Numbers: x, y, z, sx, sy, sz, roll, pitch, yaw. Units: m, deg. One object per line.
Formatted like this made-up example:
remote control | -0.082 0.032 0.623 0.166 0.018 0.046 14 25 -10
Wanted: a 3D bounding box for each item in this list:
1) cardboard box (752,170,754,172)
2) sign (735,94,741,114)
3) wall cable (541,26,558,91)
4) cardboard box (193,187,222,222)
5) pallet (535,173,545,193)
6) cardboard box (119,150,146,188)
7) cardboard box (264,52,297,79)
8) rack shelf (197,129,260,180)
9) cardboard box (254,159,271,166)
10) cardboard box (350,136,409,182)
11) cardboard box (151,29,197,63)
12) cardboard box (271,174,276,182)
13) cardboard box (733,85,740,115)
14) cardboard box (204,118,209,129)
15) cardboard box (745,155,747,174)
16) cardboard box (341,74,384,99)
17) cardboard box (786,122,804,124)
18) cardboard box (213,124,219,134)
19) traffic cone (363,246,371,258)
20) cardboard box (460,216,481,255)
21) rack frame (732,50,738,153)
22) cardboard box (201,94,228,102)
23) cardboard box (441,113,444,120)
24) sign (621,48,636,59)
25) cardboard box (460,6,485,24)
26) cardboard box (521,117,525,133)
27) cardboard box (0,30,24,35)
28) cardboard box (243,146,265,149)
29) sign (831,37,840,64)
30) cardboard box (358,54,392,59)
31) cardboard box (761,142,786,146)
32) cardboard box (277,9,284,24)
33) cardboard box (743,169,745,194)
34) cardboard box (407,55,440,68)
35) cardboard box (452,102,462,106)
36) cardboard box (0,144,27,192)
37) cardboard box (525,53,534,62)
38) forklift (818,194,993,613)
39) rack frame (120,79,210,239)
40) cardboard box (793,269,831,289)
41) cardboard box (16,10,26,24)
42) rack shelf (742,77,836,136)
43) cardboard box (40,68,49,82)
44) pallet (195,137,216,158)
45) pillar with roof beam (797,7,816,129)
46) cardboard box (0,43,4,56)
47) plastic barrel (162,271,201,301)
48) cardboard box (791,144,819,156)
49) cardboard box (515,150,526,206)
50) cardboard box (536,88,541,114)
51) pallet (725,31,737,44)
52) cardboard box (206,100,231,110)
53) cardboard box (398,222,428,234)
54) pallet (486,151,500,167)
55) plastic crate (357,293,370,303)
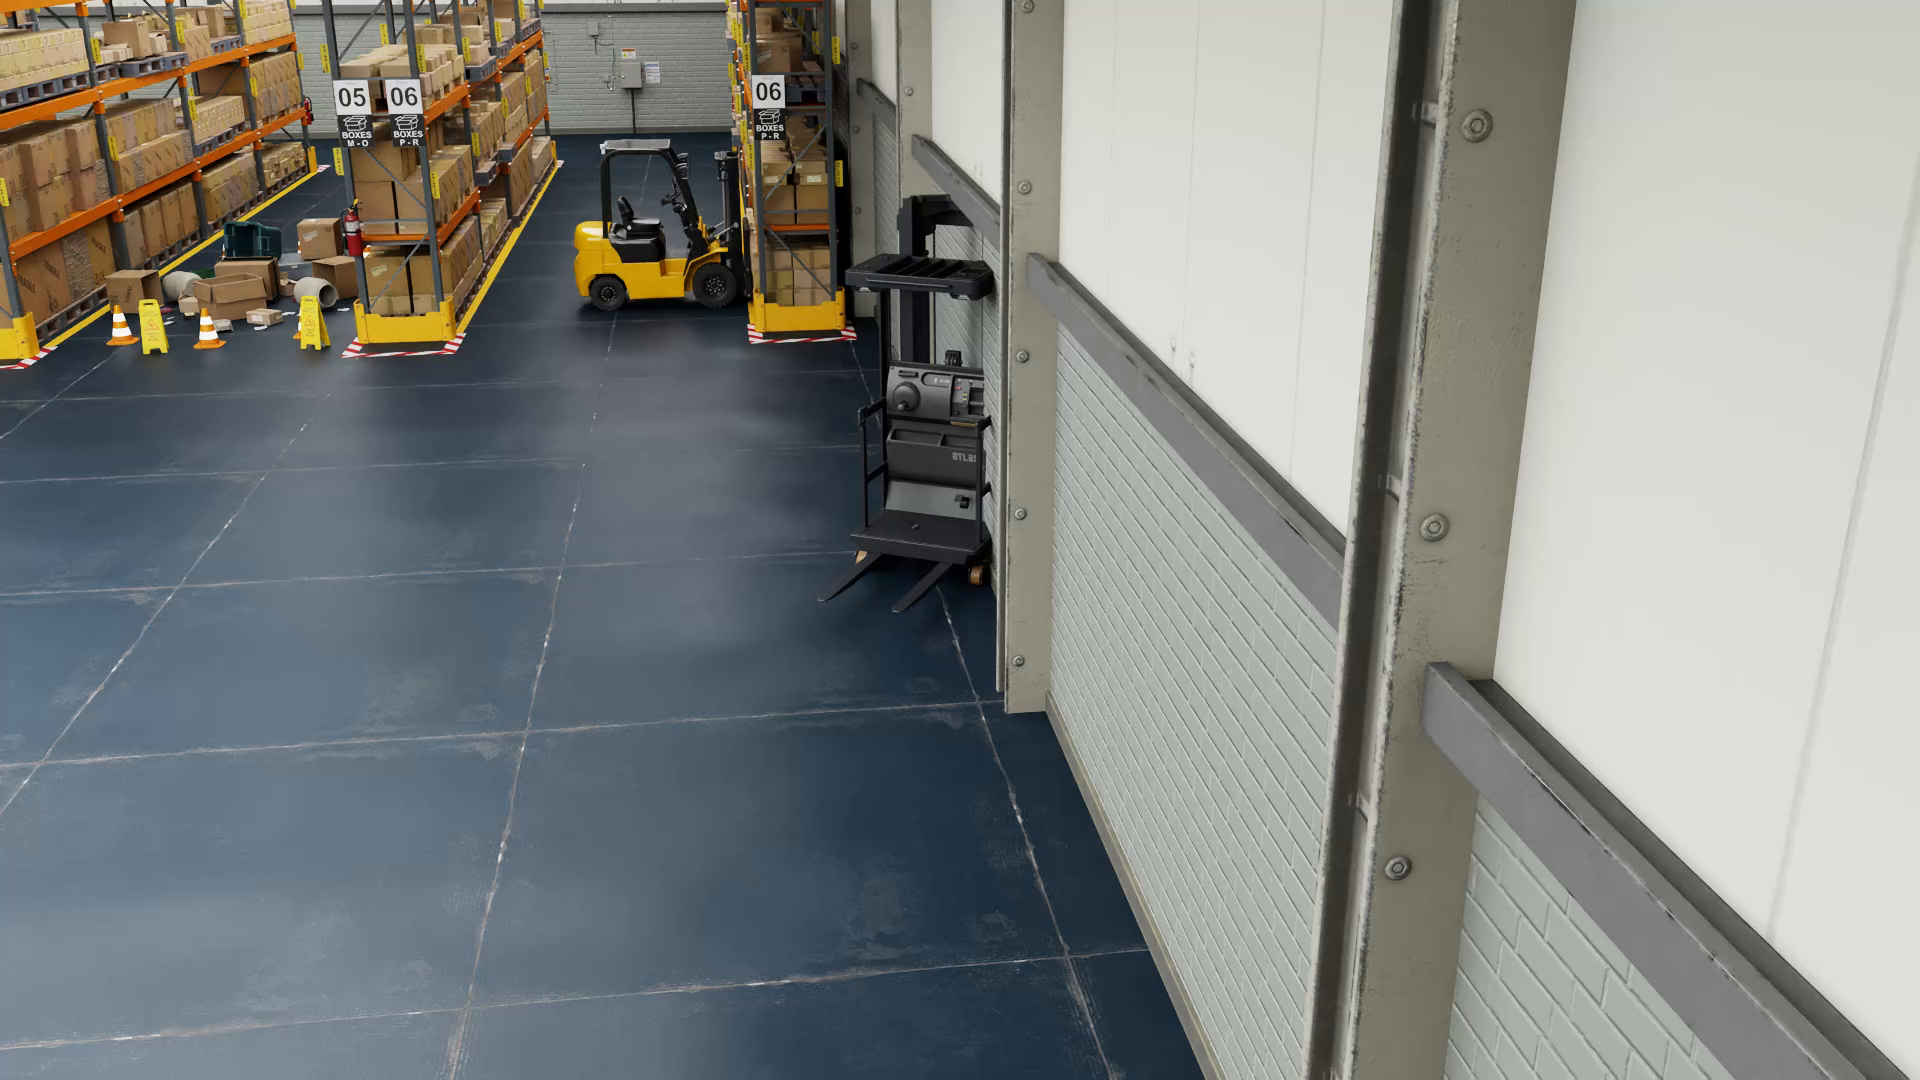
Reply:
cardboard box | -2.626 -5.084 22.546 0.380 0.149 0.250 -3 21 -7
sign | -3.778 -7.429 28.352 0.100 0.325 0.005 -3 21 -8
wall cable | -10.143 -11.914 40.406 0.585 1.953 0.123 -3 21 -8
cardboard box | -12.887 -5.702 28.241 0.500 0.500 0.500 -4 21 -10
pallet | -8.763 -7.049 32.861 1.003 0.211 1.213 -3 21 -8
cardboard box | -12.344 -5.450 24.454 0.500 0.500 0.500 -3 21 -7
cardboard box | -13.879 -9.697 33.968 0.500 0.500 0.500 -3 21 -9
rack shelf | -13.326 -6.774 29.167 1.077 0.370 4.000 -3 21 -8
cardboard box | -13.525 -7.256 32.055 0.380 0.149 0.250 -3 21 -9
cardboard box | -7.290 -4.753 20.733 0.700 0.500 0.500 -3 21 -9
cardboard box | -12.856 -8.081 27.210 0.500 0.500 0.500 -3 21 -8
cardboard box | -13.474 -6.982 32.172 0.380 0.149 0.250 -3 21 -8
cardboard box | -3.971 -8.404 31.762 0.700 0.500 0.500 -2 21 -6
cardboard box | -13.028 -7.087 28.313 0.380 0.149 0.250 -3 21 -8
cardboard box | -3.075 -5.834 25.839 0.500 0.250 0.500 -3 21 -8
cardboard box | -7.341 -5.571 20.421 0.500 0.250 0.500 -3 21 -8
cardboard box | -2.678 -6.583 26.559 0.380 0.149 0.250 -3 21 -7
cardboard box | -13.095 -7.121 28.829 0.380 0.149 0.250 -3 21 -7
traffic cone | -9.141 -4.488 25.646 0.336 0.463 0.334 -3 21 -8
cardboard box | -7.226 -4.386 24.006 0.500 0.500 0.500 -3 21 -9
rack frame | -4.396 -9.724 36.039 1.000 3.000 0.127 -3 21 -8
cardboard box | -13.963 -8.142 31.236 0.500 0.500 0.500 -3 21 -8
cardboard box | -7.979 -6.391 25.019 0.380 0.149 0.250 -4 21 -9
sign | -8.128 -11.935 40.778 0.339 0.242 0.001 -3 21 -8
cardboard box | -8.890 -9.417 30.185 0.500 0.500 0.500 -3 21 -9
cardboard box | -8.344 -7.698 30.830 0.500 0.250 0.500 -3 21 -9
cardboard box | -12.707 -6.706 22.148 0.380 0.149 0.250 -3 21 -8
cardboard box | -14.383 -7.946 33.903 0.380 0.149 0.250 -3 21 -8
sign | -1.539 -6.062 20.585 0.100 0.325 0.005 -3 21 -8
cardboard box | -7.596 -6.225 21.604 0.380 0.149 0.250 -2 21 -6
cardboard box | -2.596 -5.407 22.984 0.380 0.149 0.250 -3 21 -8
cardboard box | -13.798 -10.433 33.151 0.500 0.250 0.500 -3 21 -9
cardboard box | -3.749 -6.649 30.779 0.500 0.500 0.500 -4 21 -10
cardboard box | -6.927 -6.170 21.454 0.380 0.149 0.250 -2 21 -6
cardboard box | -8.318 -6.918 27.358 0.500 0.500 0.500 -4 21 -9
cardboard box | -12.070 -4.541 20.403 0.875 0.550 0.550 -3 21 -8
cardboard box | -8.819 -9.739 33.578 0.380 0.149 0.250 -2 21 -6
forklift | -0.220 -1.169 13.232 1.130 2.935 3.031 8 22 19
rack frame | -13.037 -6.418 27.187 1.000 3.000 0.127 -3 21 -8
cardboard box | -1.951 -3.501 21.991 0.500 0.250 0.500 -3 21 -7
cardboard box | -18.985 -10.491 32.919 0.700 0.500 0.500 -4 21 -11
rack shelf | -2.377 -5.945 22.662 1.077 0.370 4.000 -3 21 -8
cardboard box | -11.871 -5.926 21.198 0.380 0.149 0.250 -3 21 -8
pallet | -13.246 -6.570 27.867 1.213 0.211 1.003 -3 21 -8
pillar with roof beam | -7.288 -11.219 31.467 9.100 9.000 0.400 -3 21 -8
cardboard box | -11.690 -5.860 19.882 0.380 0.149 0.250 -3 21 -9
plastic barrel | -10.779 -3.511 23.086 0.512 0.421 0.421 12 24 30
cardboard box | -2.121 -5.339 22.802 0.380 0.149 0.250 -3 21 -7
cardboard box | -8.296 -6.457 29.727 0.875 0.875 0.875 -3 21 -7
cardboard box | -8.747 -8.836 33.517 0.500 0.500 0.500 -2 21 -6
pallet | -3.794 -9.427 31.225 1.213 0.211 1.003 -3 21 -8
cardboard box | -13.250 -7.758 29.684 0.380 0.149 0.250 -3 21 -8
cardboard box | -6.845 -3.943 20.920 0.380 0.149 0.250 -3 21 -8
pallet | -7.828 -5.930 26.153 1.003 0.211 1.213 -3 21 -8
plastic crate | -8.162 -3.365 23.186 0.402 0.080 0.583 -11 23 -26
